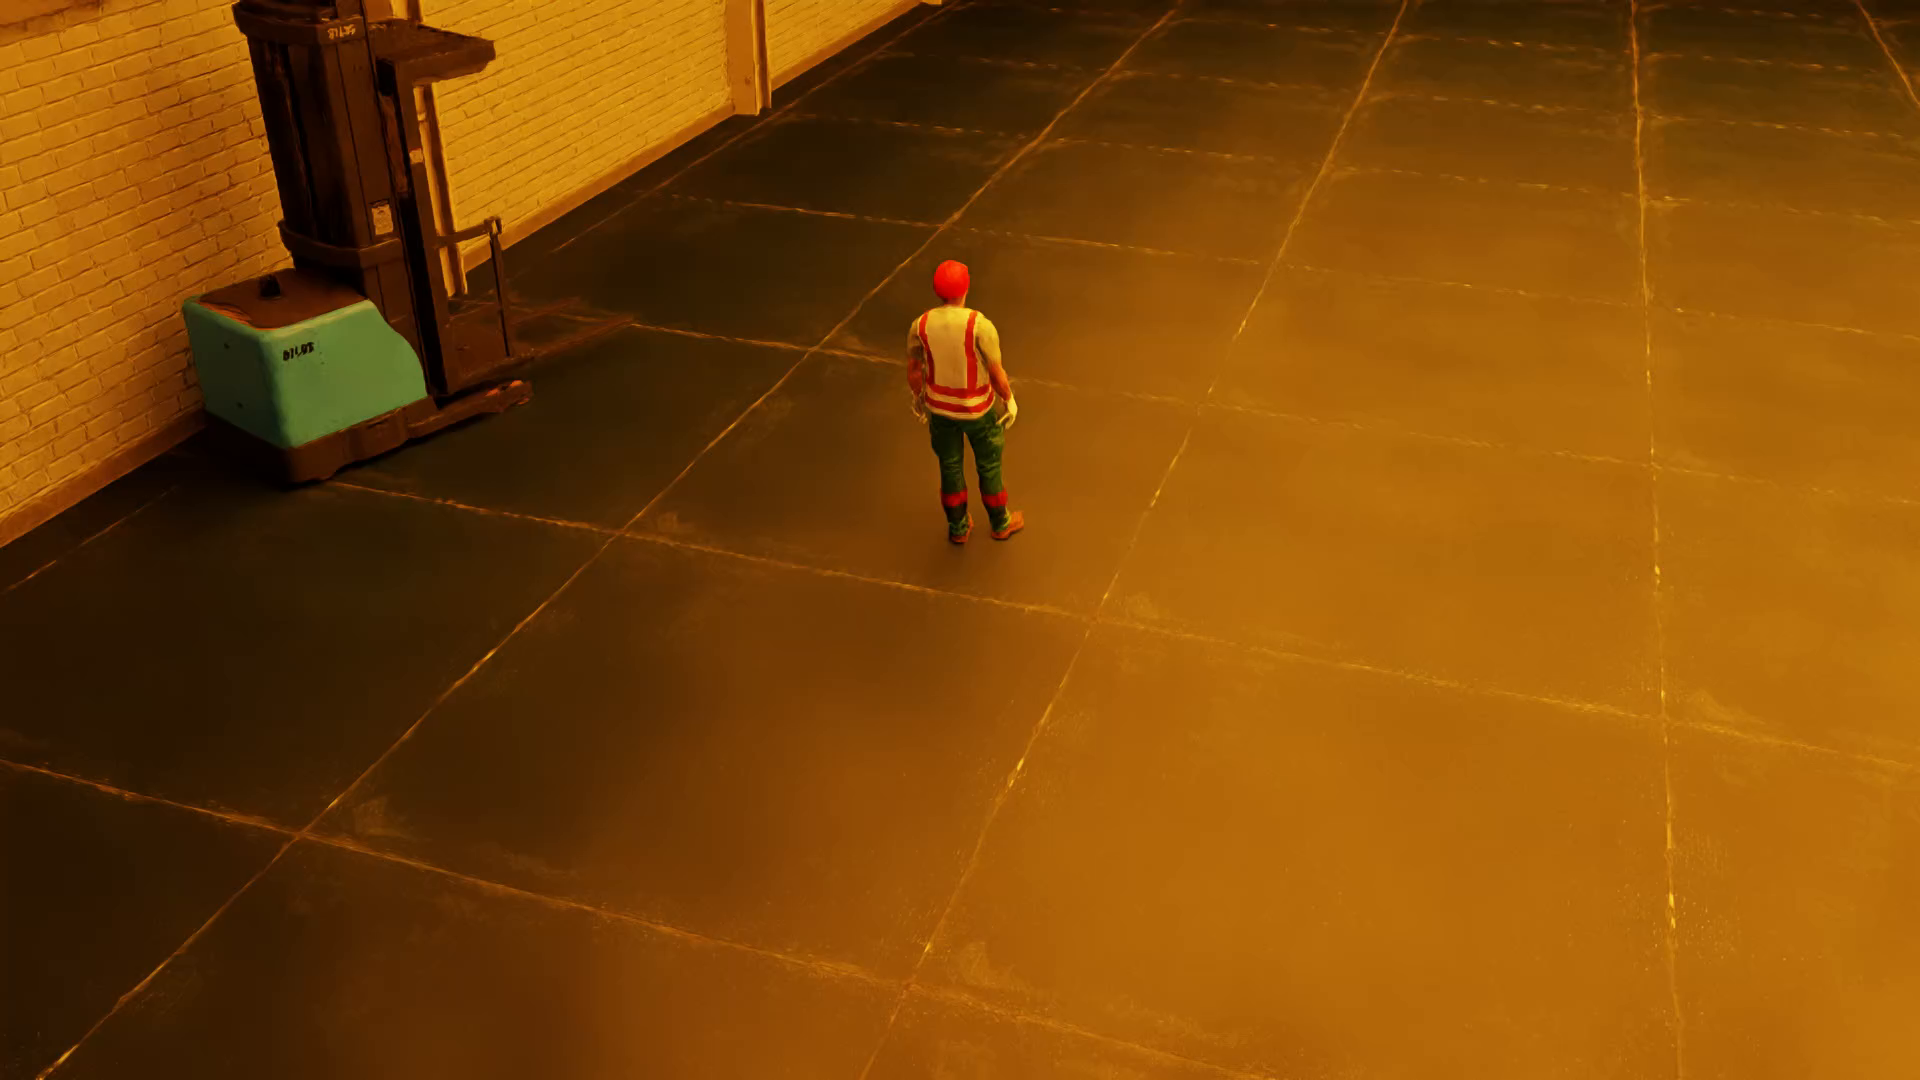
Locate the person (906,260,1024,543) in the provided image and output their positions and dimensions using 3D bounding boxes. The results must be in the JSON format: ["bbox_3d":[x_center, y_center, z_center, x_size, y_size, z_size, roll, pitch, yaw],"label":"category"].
[{"bbox_3d":[0.036,-0.819,9.712,0.637,1.787,0.563,10,31,16],"label":"person"}]

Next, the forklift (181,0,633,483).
[{"bbox_3d":[-3.687,-2.301,11.173,1.130,2.935,3.031,22,36,33],"label":"forklift"}]
